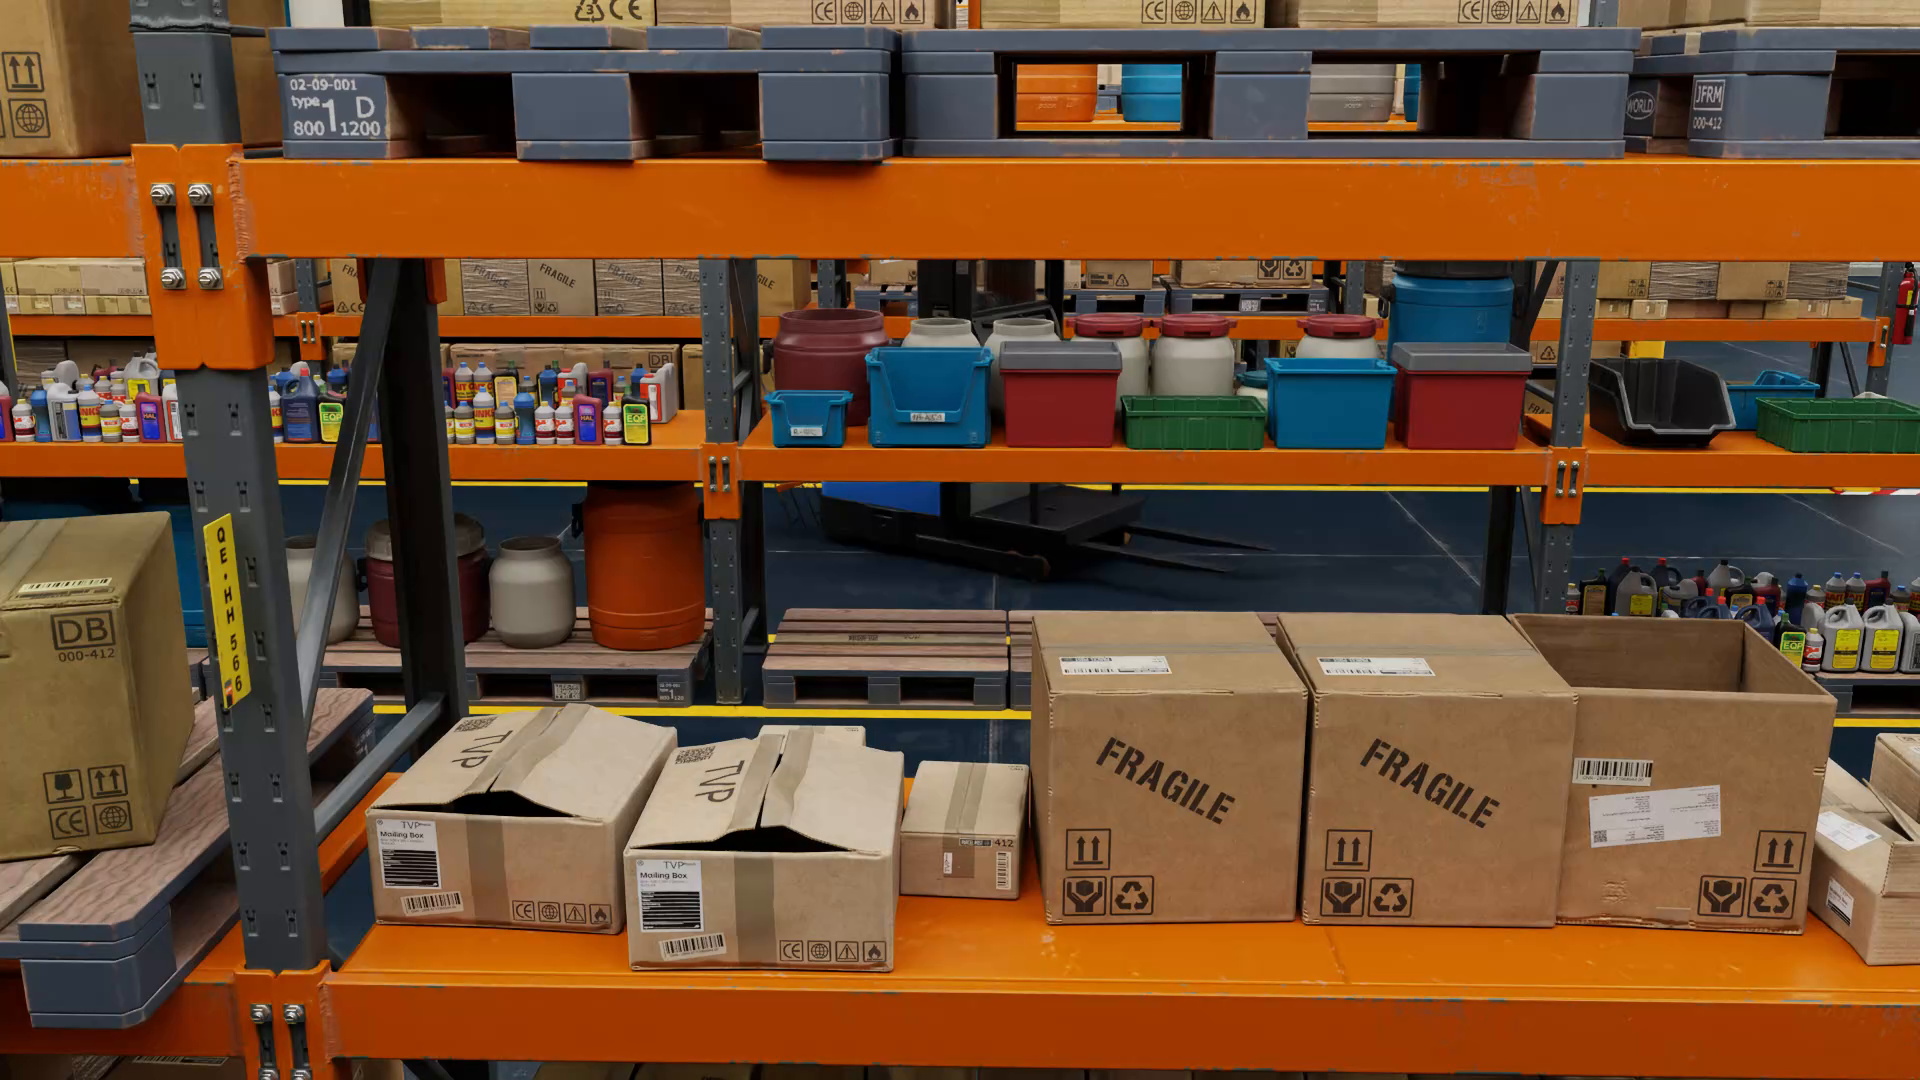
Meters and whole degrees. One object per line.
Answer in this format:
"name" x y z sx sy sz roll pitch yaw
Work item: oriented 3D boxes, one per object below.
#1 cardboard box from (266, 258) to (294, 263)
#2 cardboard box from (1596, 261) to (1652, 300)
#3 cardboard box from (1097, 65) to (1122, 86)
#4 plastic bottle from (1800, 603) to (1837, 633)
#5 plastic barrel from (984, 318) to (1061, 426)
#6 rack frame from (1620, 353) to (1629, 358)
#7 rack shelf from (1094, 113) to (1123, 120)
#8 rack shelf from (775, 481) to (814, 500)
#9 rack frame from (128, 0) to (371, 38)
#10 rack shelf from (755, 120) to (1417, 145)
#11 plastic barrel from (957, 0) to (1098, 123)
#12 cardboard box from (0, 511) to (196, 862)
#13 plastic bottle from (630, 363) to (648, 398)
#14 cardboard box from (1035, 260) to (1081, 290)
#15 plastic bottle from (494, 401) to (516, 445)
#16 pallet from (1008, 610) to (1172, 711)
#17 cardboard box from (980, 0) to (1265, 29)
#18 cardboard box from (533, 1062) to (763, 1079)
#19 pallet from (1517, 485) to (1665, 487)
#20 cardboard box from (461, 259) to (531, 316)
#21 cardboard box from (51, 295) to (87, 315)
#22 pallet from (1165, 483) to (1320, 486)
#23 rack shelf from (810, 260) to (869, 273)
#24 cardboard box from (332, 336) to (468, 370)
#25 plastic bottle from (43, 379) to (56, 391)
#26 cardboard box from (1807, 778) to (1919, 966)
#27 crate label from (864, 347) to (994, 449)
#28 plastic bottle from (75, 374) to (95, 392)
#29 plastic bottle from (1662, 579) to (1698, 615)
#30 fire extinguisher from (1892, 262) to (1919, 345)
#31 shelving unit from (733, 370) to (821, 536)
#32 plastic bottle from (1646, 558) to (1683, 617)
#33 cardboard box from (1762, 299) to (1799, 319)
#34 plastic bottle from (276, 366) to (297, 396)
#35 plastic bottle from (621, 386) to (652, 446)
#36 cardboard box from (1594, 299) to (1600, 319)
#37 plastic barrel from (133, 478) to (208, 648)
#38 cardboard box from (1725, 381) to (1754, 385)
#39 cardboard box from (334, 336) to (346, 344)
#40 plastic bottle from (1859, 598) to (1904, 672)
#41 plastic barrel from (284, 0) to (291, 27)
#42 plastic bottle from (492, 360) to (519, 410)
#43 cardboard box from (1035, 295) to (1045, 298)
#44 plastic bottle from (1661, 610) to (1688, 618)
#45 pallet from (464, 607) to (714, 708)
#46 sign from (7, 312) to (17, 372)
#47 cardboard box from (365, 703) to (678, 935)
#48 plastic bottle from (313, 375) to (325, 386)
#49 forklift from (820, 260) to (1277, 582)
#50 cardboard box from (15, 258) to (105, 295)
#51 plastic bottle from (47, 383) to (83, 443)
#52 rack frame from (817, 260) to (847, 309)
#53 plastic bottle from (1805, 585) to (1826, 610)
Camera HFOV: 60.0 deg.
"cardboard box" -5.470 -2.415 12.855 0.500 0.500 0.500 1 15 3
"cardboard box" 4.942 -2.164 12.883 0.500 0.500 0.875 0 15 1
"cardboard box" 1.117 -3.521 12.562 0.250 0.166 0.380 0 15 0
"plastic bottle" 4.256 0.450 8.230 0.135 0.276 0.152 0 15 1
"plastic barrel" 0.323 -0.856 8.486 0.421 0.512 0.421 0 15 0
"rack frame" 7.220 -3.232 17.712 0.127 3.000 1.000 0 15 1
"rack shelf" 0.994 -3.110 12.777 4.000 0.370 1.077 0 15 1
"rack shelf" -1.137 -0.378 11.480 0.180 0.103 0.258 -18 10 17
"rack frame" -1.262 -2.395 2.777 0.127 3.000 1.000 0 15 1
"rack shelf" 0.868 -1.847 7.990 4.000 0.370 1.077 0 15 1
"plastic barrel" 0.338 -2.350 7.646 0.708 0.830 0.600 0 15 1
"cardboard box" -1.894 0.279 3.382 0.500 0.500 0.700 -5 16 -17
"plastic bottle" -1.671 -0.788 8.699 0.097 0.271 0.097 0 15 0
"cardboard box" 0.664 -2.081 12.819 0.500 0.250 0.500 0 15 0
"plastic bottle" -2.185 -0.564 7.986 0.097 0.201 0.097 0 15 0
"pallet" 0.858 0.615 8.596 1.213 0.211 1.003 0 15 1
"cardboard box" 0.289 -1.081 3.148 0.500 0.250 0.500 0 15 0
"cardboard box" -0.732 1.302 3.993 0.500 0.311 0.500 1 15 3
"pallet" 4.889 -0.643 13.365 1.213 0.211 1.003 0 15 1
"cardboard box" -3.548 -2.022 12.926 0.500 0.500 0.500 0 15 0
"cardboard box" -6.856 -1.854 12.978 0.250 0.149 0.380 1 15 2
"pallet" 2.215 -0.651 13.392 1.213 0.211 1.003 0 15 1
"rack shelf" -2.777 -2.950 18.050 4.000 0.370 1.077 0 15 1
"cardboard box" -4.364 -1.223 13.437 0.875 0.875 1.225 0 15 2
"plastic bottle" -4.713 -0.735 8.636 0.097 0.201 0.097 0 15 0
"cardboard box" 1.853 0.638 3.305 0.258 0.266 0.396 0 15 0
"crate label" -0.145 -0.699 8.039 0.616 0.435 0.502 0 15 1
"plastic bottle" -4.612 -0.773 8.780 0.097 0.201 0.097 0 15 0
"plastic bottle" 3.731 0.343 8.637 0.135 0.276 0.152 0 15 1
"fire extinguisher" 7.095 -1.812 12.481 0.183 0.674 0.296 0 15 1
"shelving unit" -1.236 -0.641 11.434 0.189 1.200 0.258 -18 10 17
"plastic bottle" 3.710 0.269 8.771 0.185 0.351 0.144 0 15 -1
"cardboard box" 6.201 -1.786 12.723 0.250 0.149 0.380 0 15 1
"plastic bottle" -3.477 -0.761 8.596 0.097 0.271 0.097 0 15 0
"plastic bottle" -1.547 -0.595 7.942 0.133 0.283 0.061 0 15 1
"cardboard box" 4.701 -1.788 12.730 0.250 0.149 0.380 0 15 1
"plastic barrel" -3.879 0.041 8.595 0.708 0.901 0.600 0 15 1
"cardboard box" 6.368 -0.971 13.217 0.500 0.500 0.500 3 15 12
"cardboard box" -6.675 -2.239 18.127 0.250 0.149 0.380 1 15 4
"plastic bottle" 4.463 0.453 8.072 0.185 0.351 0.144 1 15 4
"plastic barrel" -3.420 -2.707 8.034 0.708 0.901 0.600 0 15 1
"plastic bottle" -2.382 -0.803 8.732 0.133 0.283 0.061 0 15 1
"cardboard box" 0.703 -2.368 18.022 0.750 0.750 1.050 1 15 2
"plastic bottle" 3.498 0.482 8.109 0.135 0.276 0.152 1 15 3
"pallet" -1.921 0.597 8.665 1.213 0.211 1.003 0 15 1
"sign" -5.114 -1.057 8.925 0.005 0.325 0.100 0 15 1
"cardboard box" -0.899 0.563 3.502 0.500 0.311 0.500 1 15 5
"plastic bottle" -3.376 -0.765 8.750 0.097 0.201 0.097 0 15 0
"forklift" 0.539 -1.310 10.559 3.031 2.935 1.130 10 18 34
"cardboard box" -6.986 -2.064 12.993 0.500 0.250 0.500 0 15 0
"plastic bottle" -4.312 -0.621 8.056 0.135 0.276 0.152 0 15 1
"rack frame" -1.005 -2.020 13.117 0.127 3.000 1.000 0 15 1
"plastic bottle" 4.519 0.340 8.793 0.097 0.201 0.097 0 15 0
